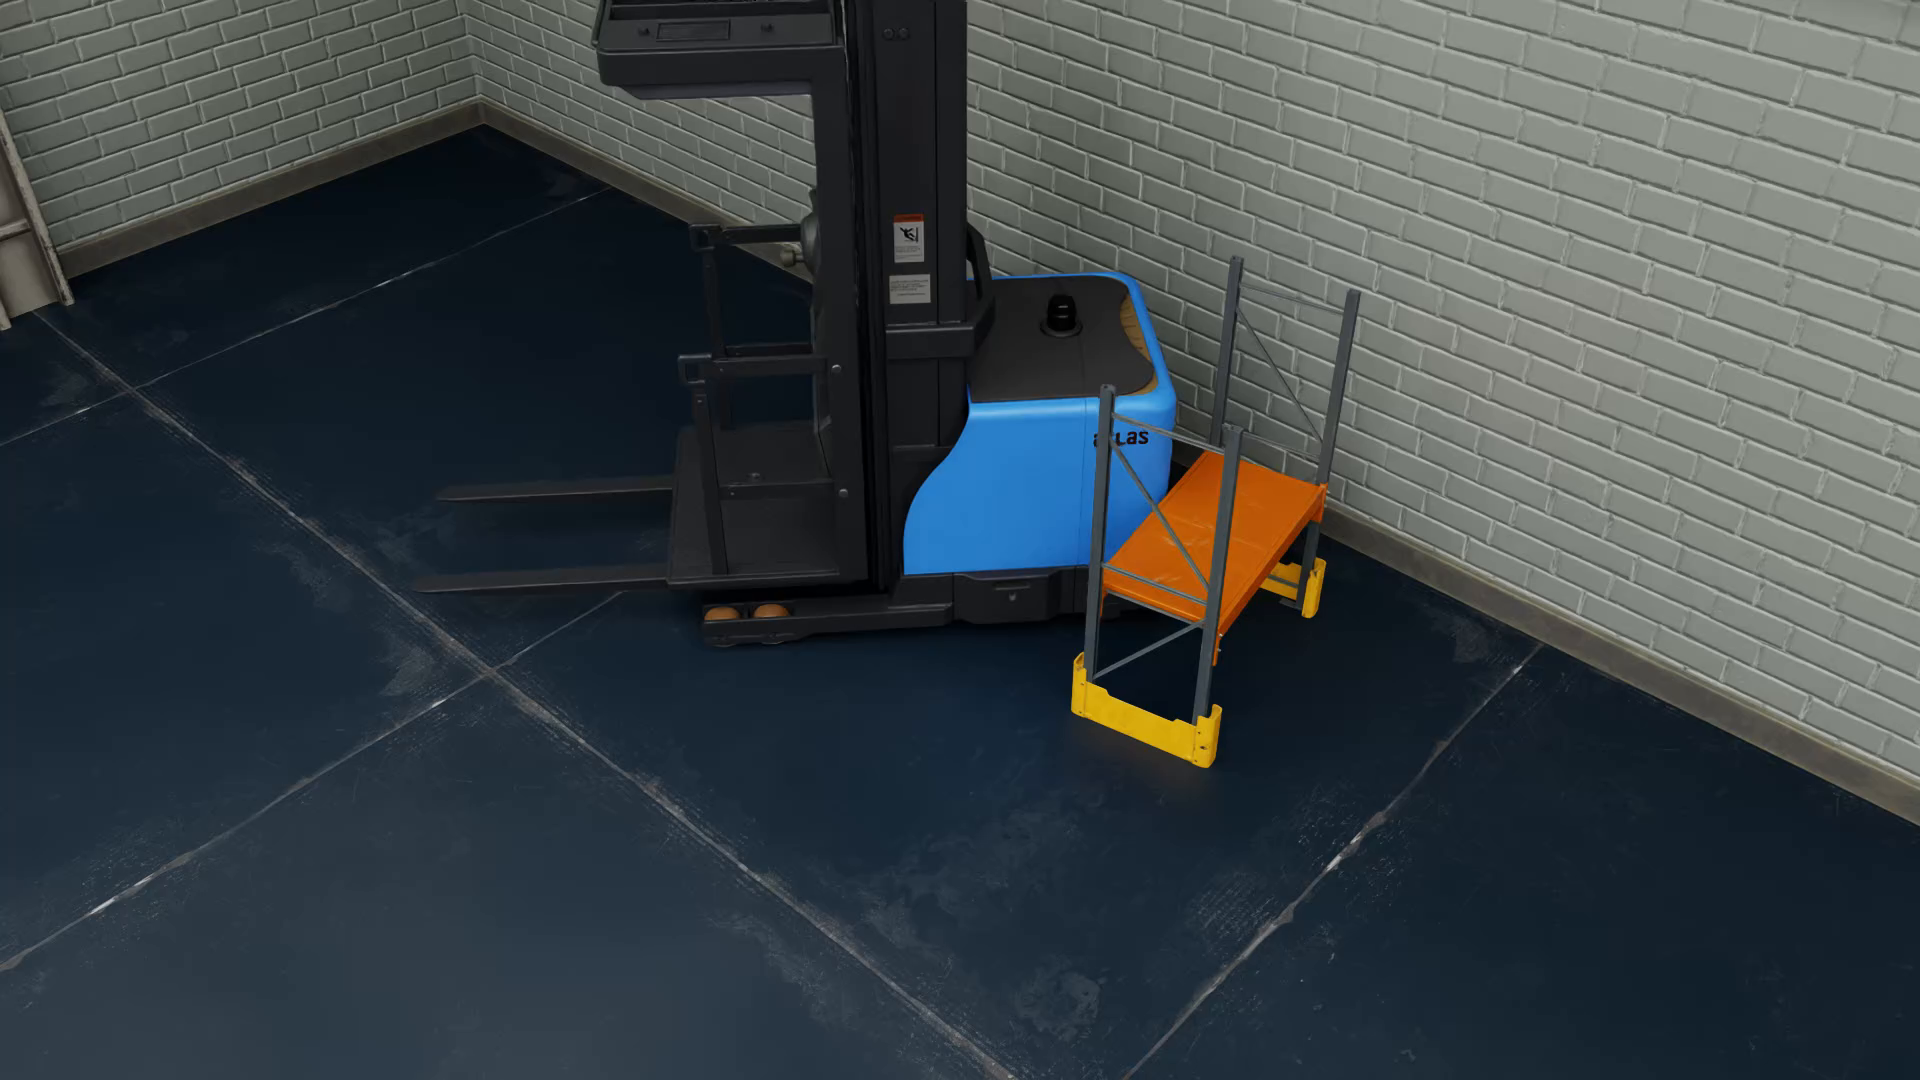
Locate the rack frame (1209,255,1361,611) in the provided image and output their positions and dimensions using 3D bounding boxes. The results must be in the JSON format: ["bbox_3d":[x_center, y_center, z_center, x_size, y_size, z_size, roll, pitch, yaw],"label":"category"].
[{"bbox_3d":[1.219,-0.379,6.522,0.500,1.500,0.032,21,43,24],"label":"rack frame"}]

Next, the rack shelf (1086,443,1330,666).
[{"bbox_3d":[0.951,0.030,6.296,0.538,0.185,1.000,21,43,24],"label":"rack shelf"}]

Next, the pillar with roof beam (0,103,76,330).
[{"bbox_3d":[-1.768,-2.953,3.734,9.100,9.000,0.400,30,47,32],"label":"pillar with roof beam"}]

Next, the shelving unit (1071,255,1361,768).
[{"bbox_3d":[0.956,-0.116,6.190,0.587,1.500,1.083,21,43,24],"label":"shelving unit"}]

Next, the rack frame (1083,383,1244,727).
[{"bbox_3d":[0.683,0.158,5.846,0.500,1.500,0.032,21,43,24],"label":"rack frame"}]

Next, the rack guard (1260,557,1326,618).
[{"bbox_3d":[1.219,0.110,6.910,0.587,0.250,0.087,21,43,24],"label":"rack guard"}]

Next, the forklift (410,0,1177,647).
[{"bbox_3d":[-0.716,-1.059,6.226,3.031,2.935,1.130,-3,39,-4],"label":"forklift"}]

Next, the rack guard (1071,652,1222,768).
[{"bbox_3d":[0.693,0.637,6.248,0.587,0.250,0.087,21,43,24],"label":"rack guard"}]
